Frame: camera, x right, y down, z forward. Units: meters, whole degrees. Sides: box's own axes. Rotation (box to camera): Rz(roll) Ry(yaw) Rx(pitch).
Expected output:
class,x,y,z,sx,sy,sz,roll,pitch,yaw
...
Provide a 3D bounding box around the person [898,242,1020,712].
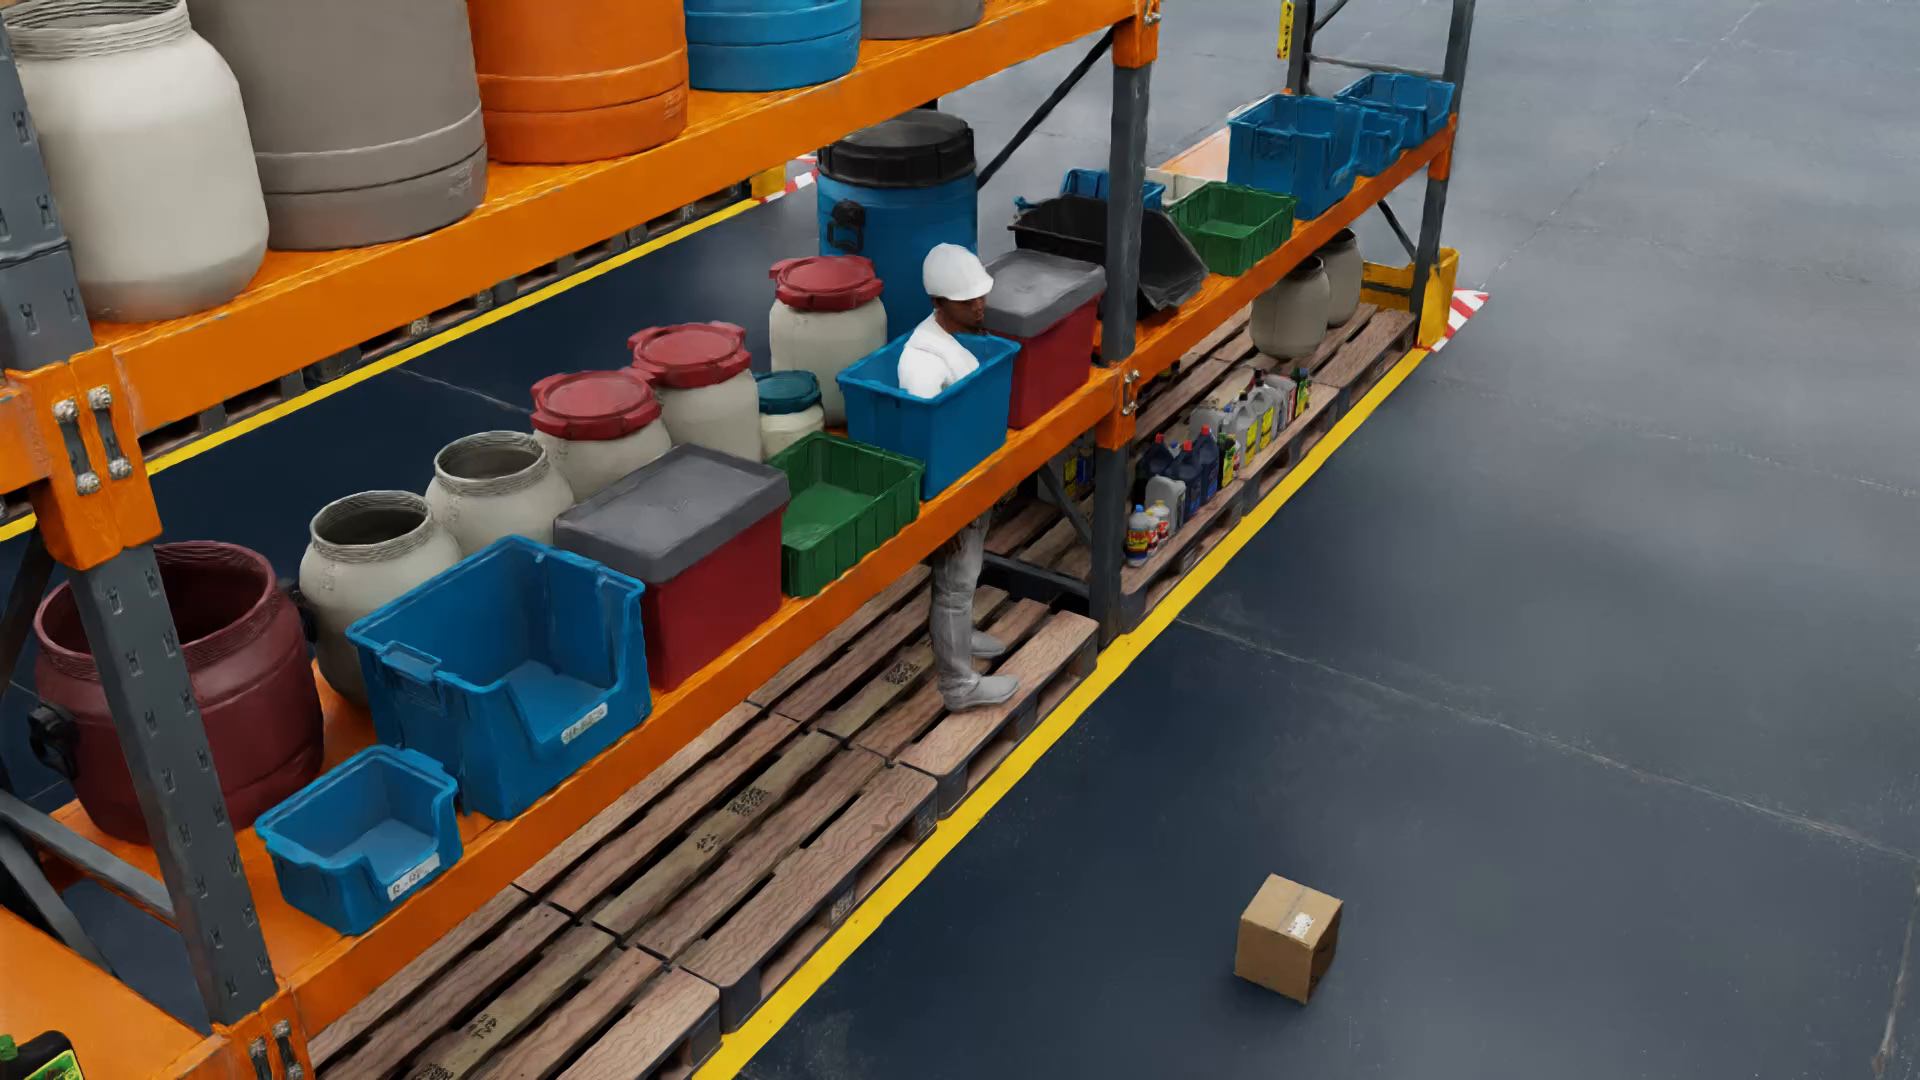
class,x,y,z,sx,sy,sz,roll,pitch,yaw
person,0.035,-0.243,6.079,0.497,1.764,0.651,14,33,23
